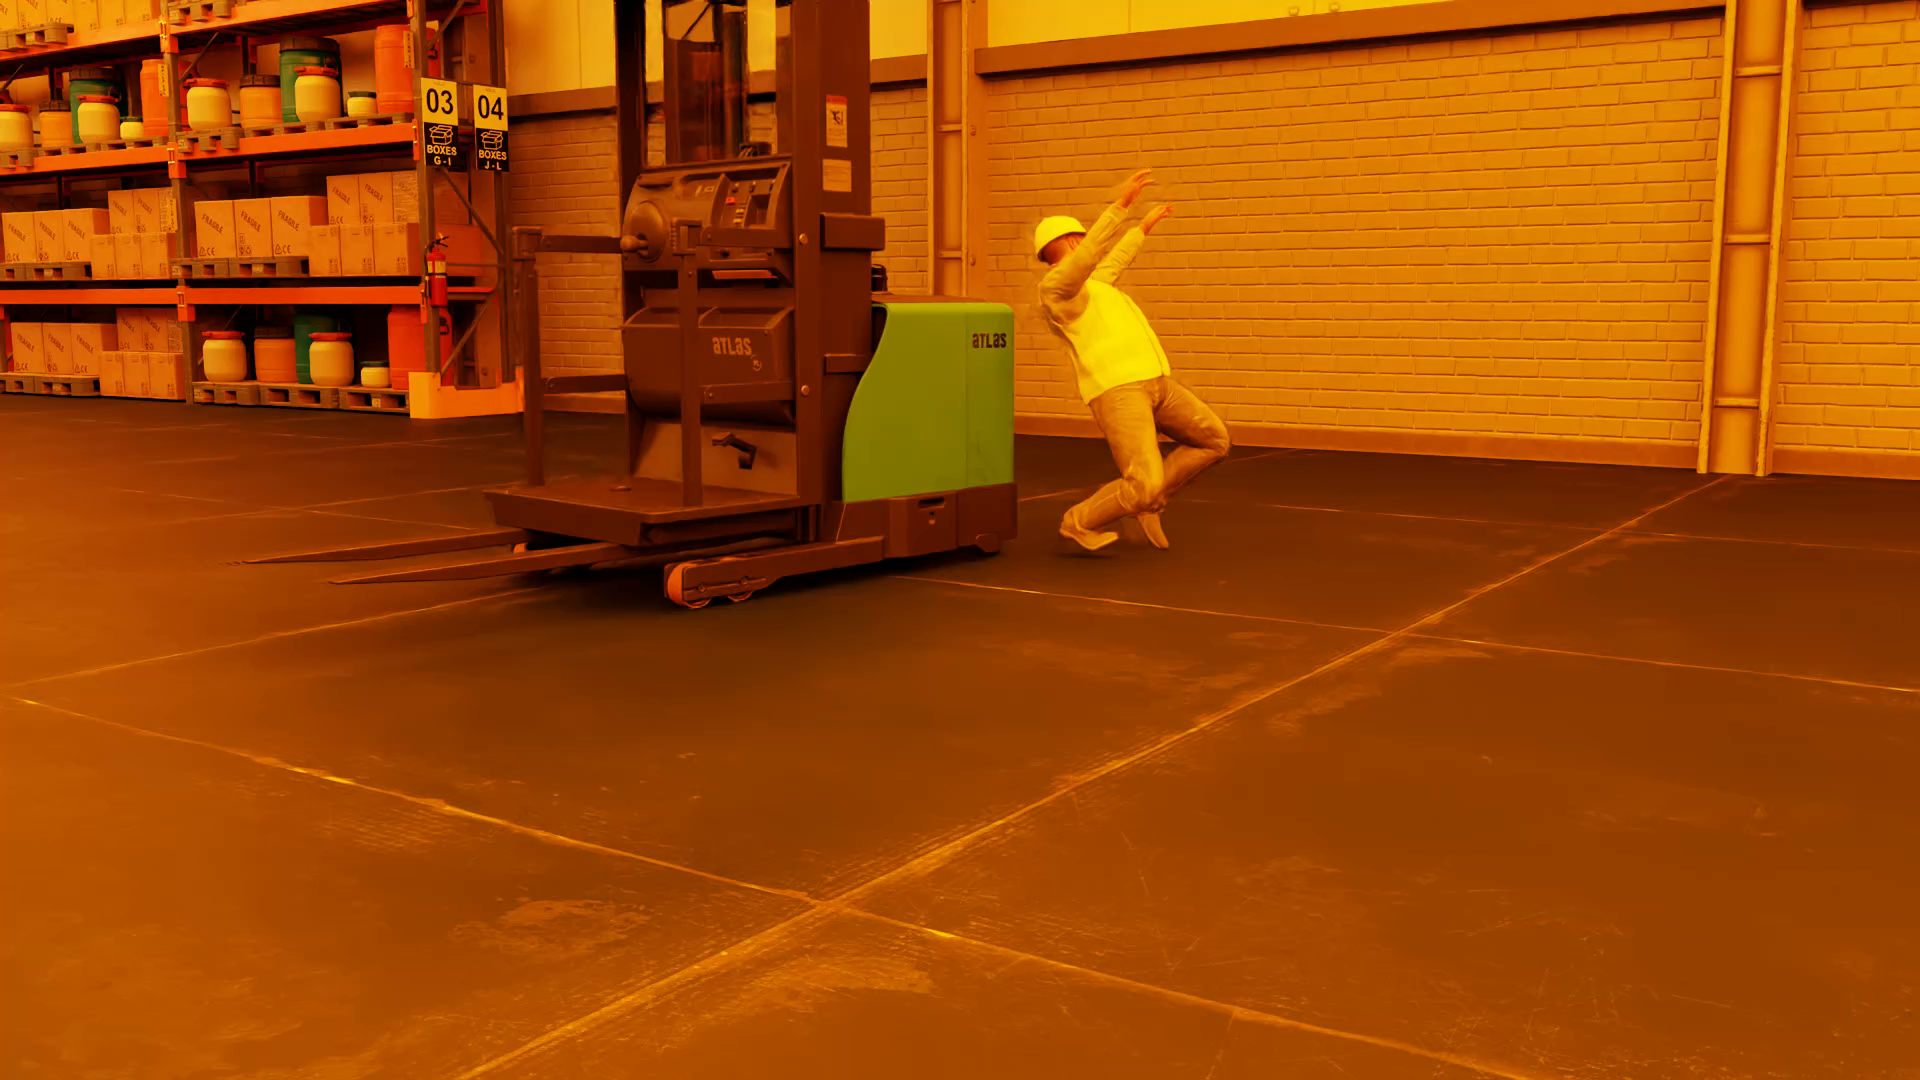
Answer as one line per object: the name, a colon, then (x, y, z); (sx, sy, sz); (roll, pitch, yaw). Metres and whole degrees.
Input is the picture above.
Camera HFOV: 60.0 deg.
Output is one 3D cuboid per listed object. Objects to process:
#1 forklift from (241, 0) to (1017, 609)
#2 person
forklift: (-1.126, -1.287, 6.245); (1.130, 2.935, 3.031); (7, 11, 42)
person: (0.733, -0.746, 7.183); (0.818, 1.626, 1.008); (4, 9, 29)
